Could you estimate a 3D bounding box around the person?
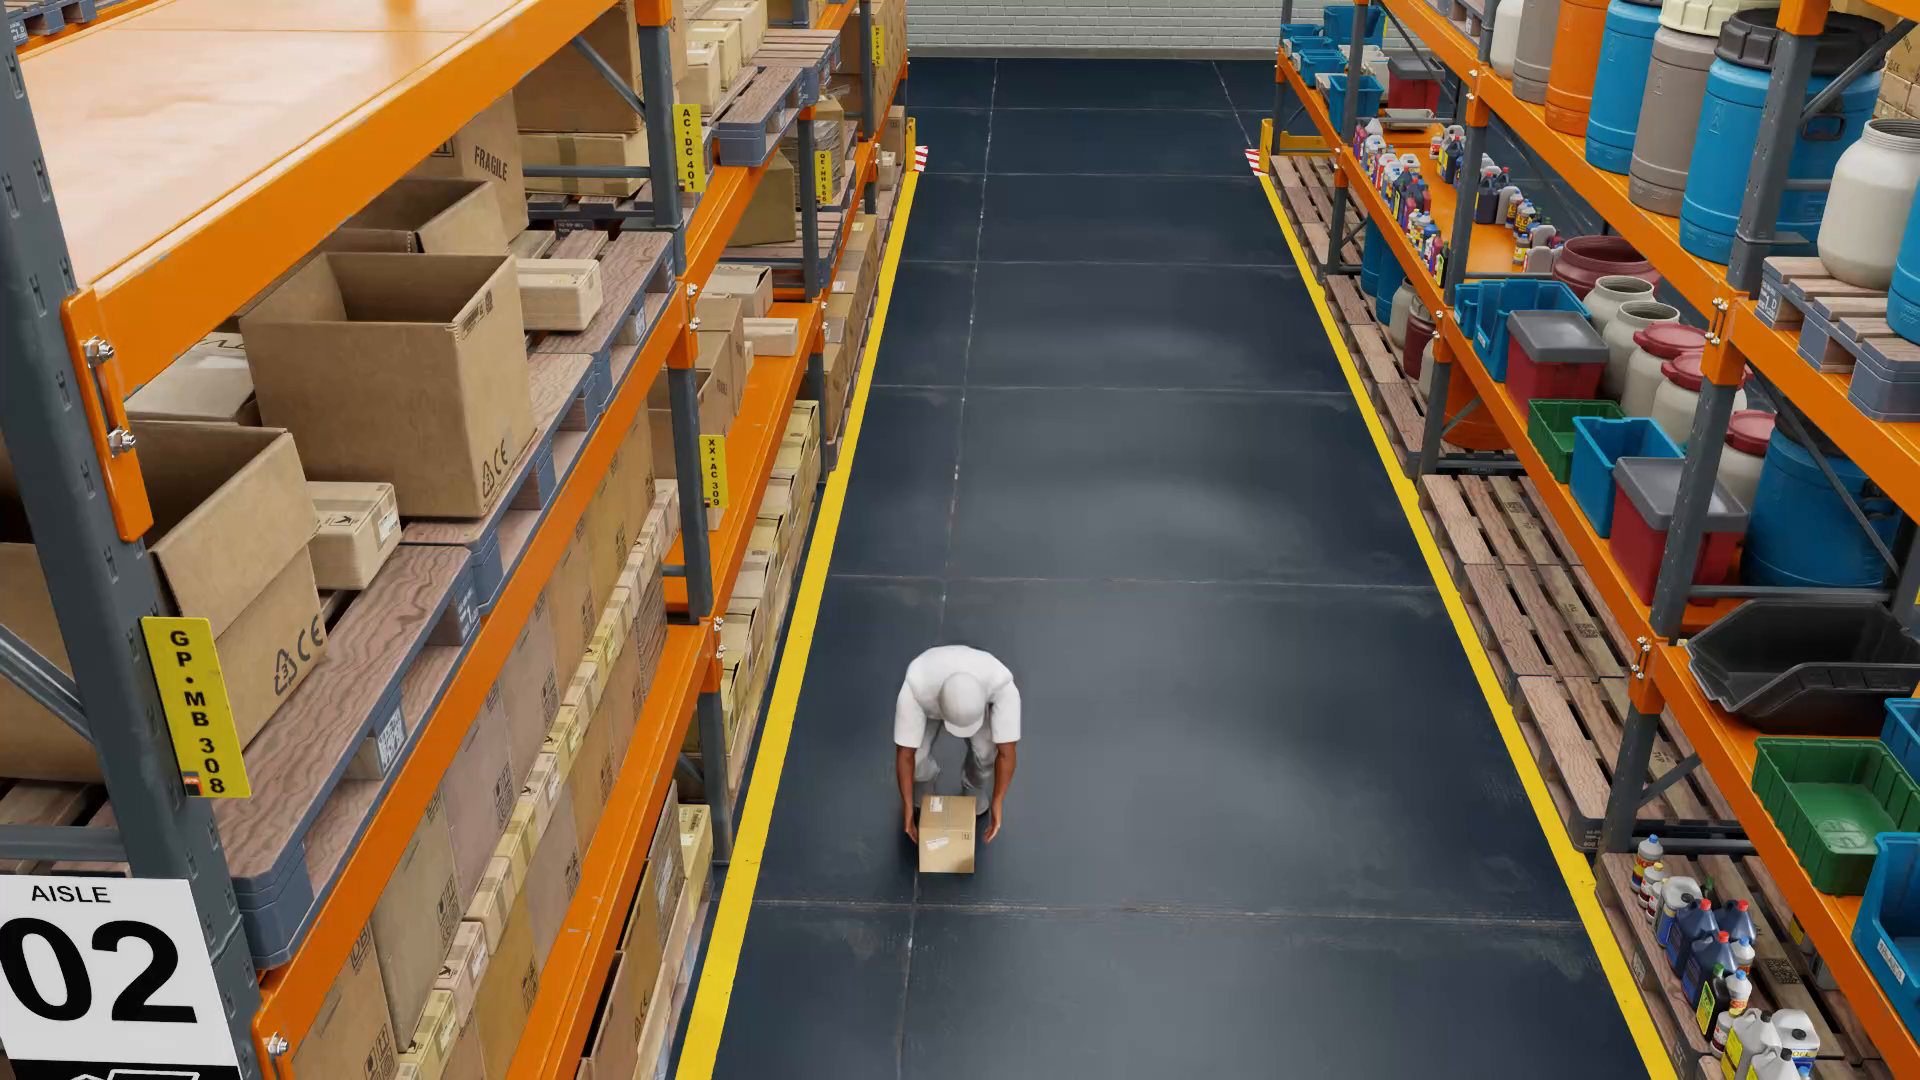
[{"bbox_3d":[-0.008,0.870,7.799,0.580,0.975,0.895,1,28,2],"label":"person"}]
